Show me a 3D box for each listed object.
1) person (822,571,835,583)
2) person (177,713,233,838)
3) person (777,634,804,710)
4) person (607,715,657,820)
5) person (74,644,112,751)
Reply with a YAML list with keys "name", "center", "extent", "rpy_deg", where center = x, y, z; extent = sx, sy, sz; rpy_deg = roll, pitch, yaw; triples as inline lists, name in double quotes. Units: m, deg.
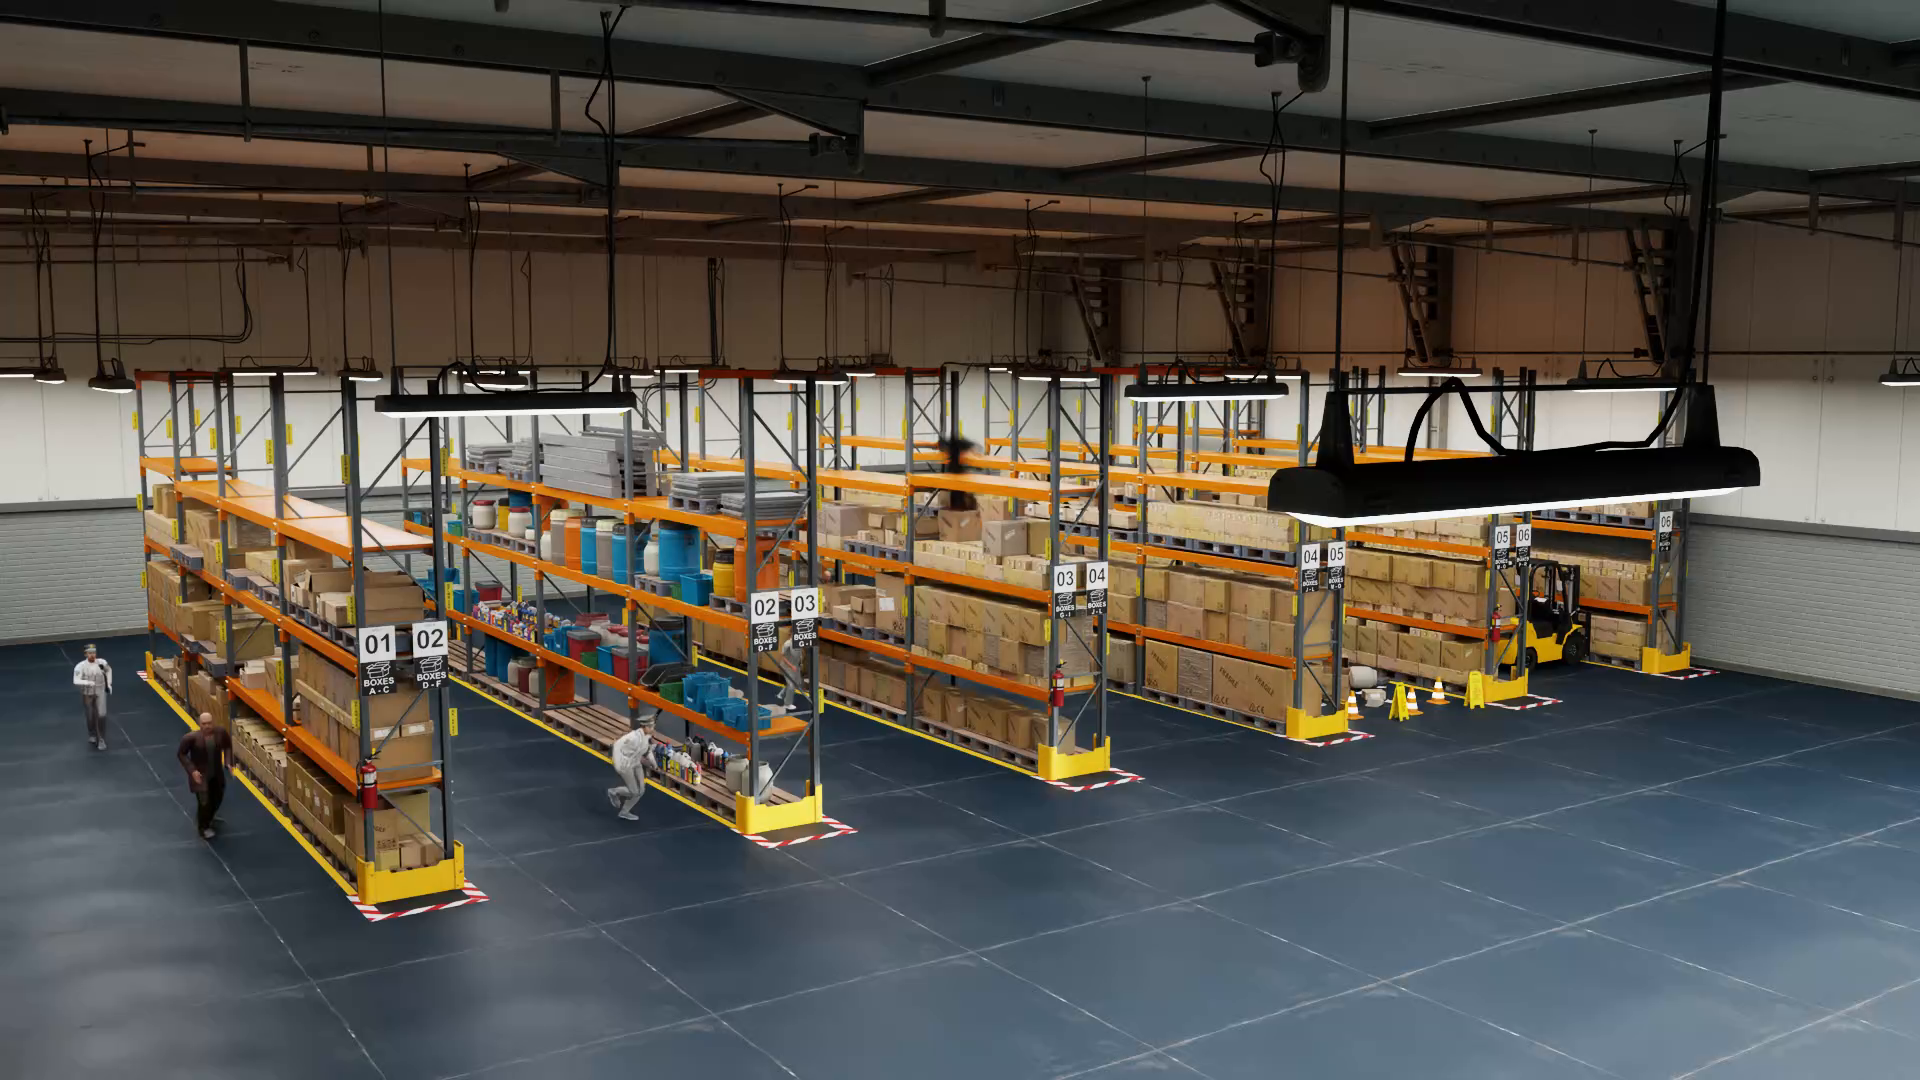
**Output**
- name: "person"
  center: [-3.120, 1.385, 37.397]
  extent: [0.664, 1.498, 1.148]
  rpy_deg: [-2, 7, -17]
- name: "person"
  center: [-9.897, 3.039, 21.765]
  extent: [0.884, 1.686, 0.711]
  rpy_deg: [5, 8, 39]
- name: "person"
  center: [-3.015, 2.254, 29.493]
  extent: [0.836, 1.518, 0.576]
  rpy_deg: [6, 9, 43]
- name: "person"
  center: [-4.461, 3.077, 22.476]
  extent: [0.826, 1.483, 0.639]
  rpy_deg: [4, 7, 30]
- name: "person"
  center: [-13.843, 2.501, 26.581]
  extent: [0.554, 1.738, 0.813]
  rpy_deg: [-4, 7, -29]
